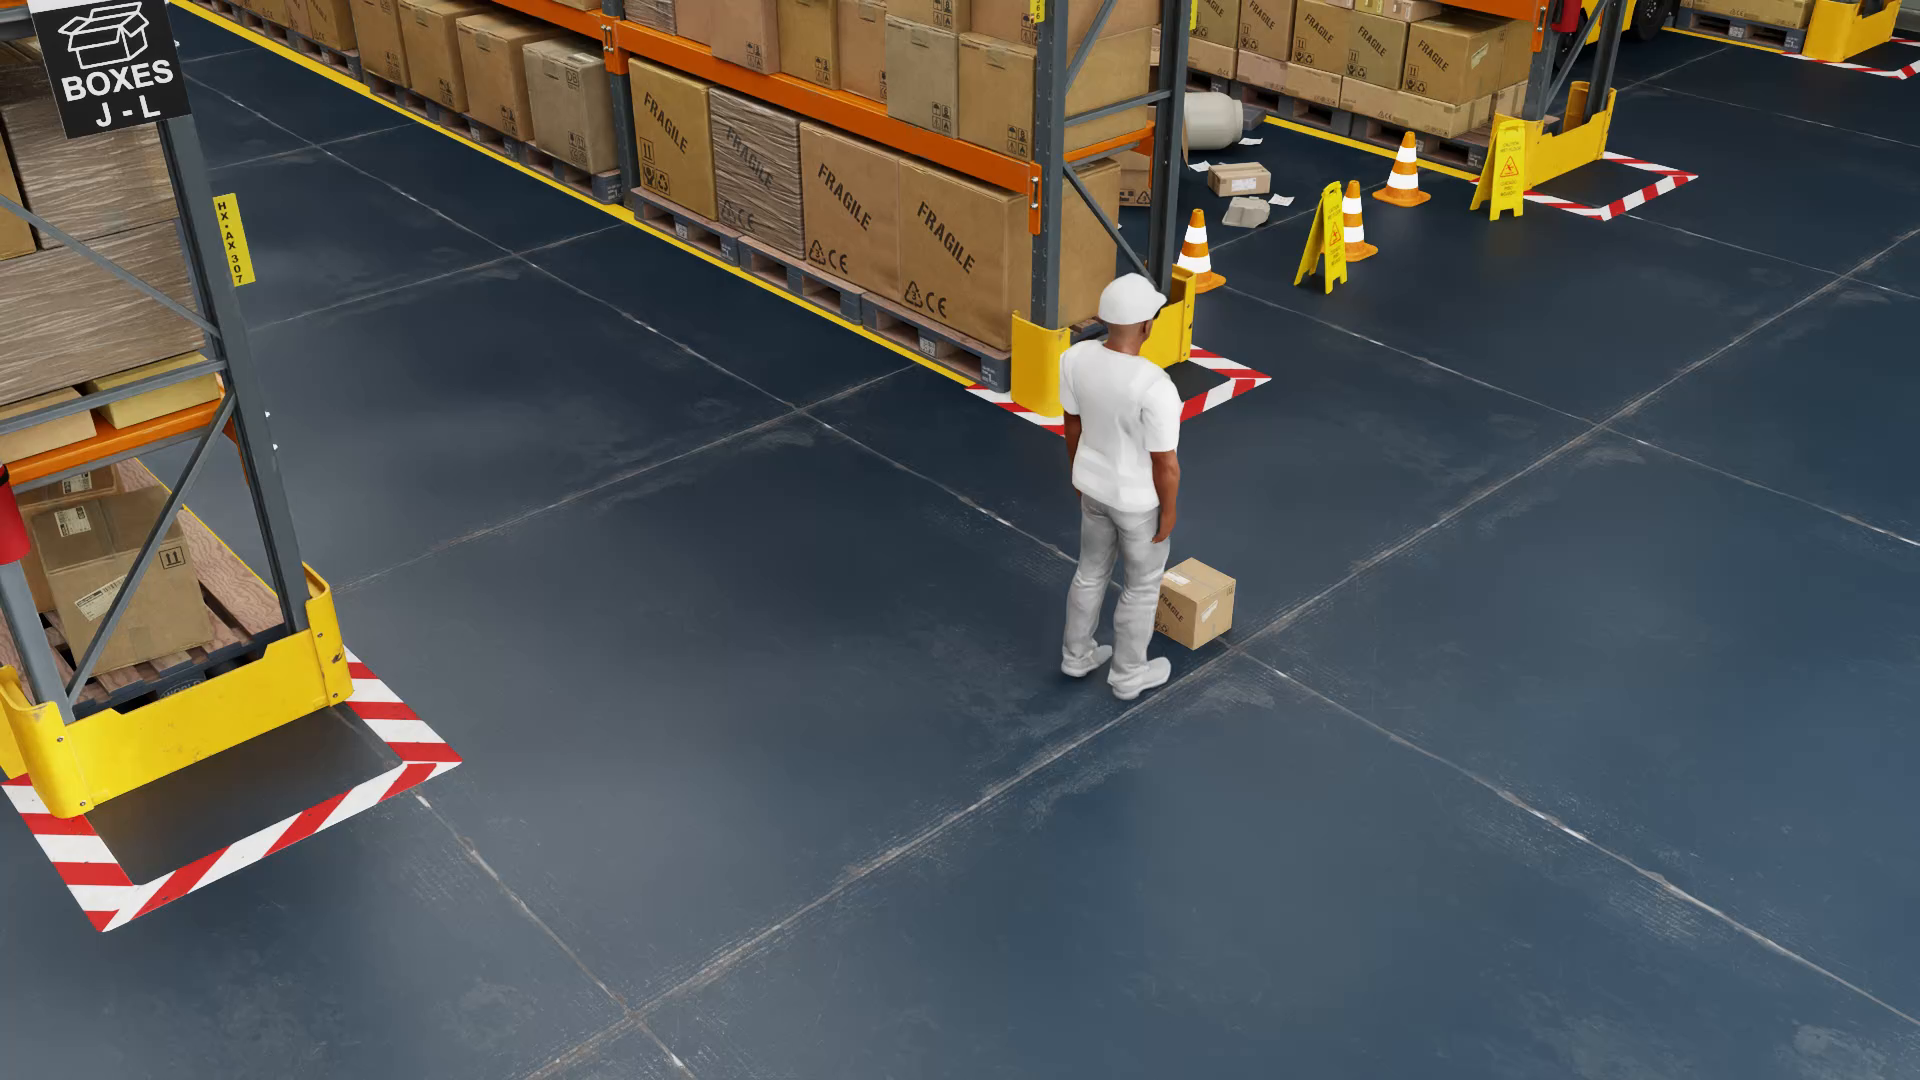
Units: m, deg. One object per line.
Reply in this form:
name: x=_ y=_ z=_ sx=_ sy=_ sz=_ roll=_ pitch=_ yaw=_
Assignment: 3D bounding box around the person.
person: x=0.633 y=-0.189 z=6.455 sx=0.372 sy=1.794 sz=0.562 roll=-25 pitch=39 yaw=-34
